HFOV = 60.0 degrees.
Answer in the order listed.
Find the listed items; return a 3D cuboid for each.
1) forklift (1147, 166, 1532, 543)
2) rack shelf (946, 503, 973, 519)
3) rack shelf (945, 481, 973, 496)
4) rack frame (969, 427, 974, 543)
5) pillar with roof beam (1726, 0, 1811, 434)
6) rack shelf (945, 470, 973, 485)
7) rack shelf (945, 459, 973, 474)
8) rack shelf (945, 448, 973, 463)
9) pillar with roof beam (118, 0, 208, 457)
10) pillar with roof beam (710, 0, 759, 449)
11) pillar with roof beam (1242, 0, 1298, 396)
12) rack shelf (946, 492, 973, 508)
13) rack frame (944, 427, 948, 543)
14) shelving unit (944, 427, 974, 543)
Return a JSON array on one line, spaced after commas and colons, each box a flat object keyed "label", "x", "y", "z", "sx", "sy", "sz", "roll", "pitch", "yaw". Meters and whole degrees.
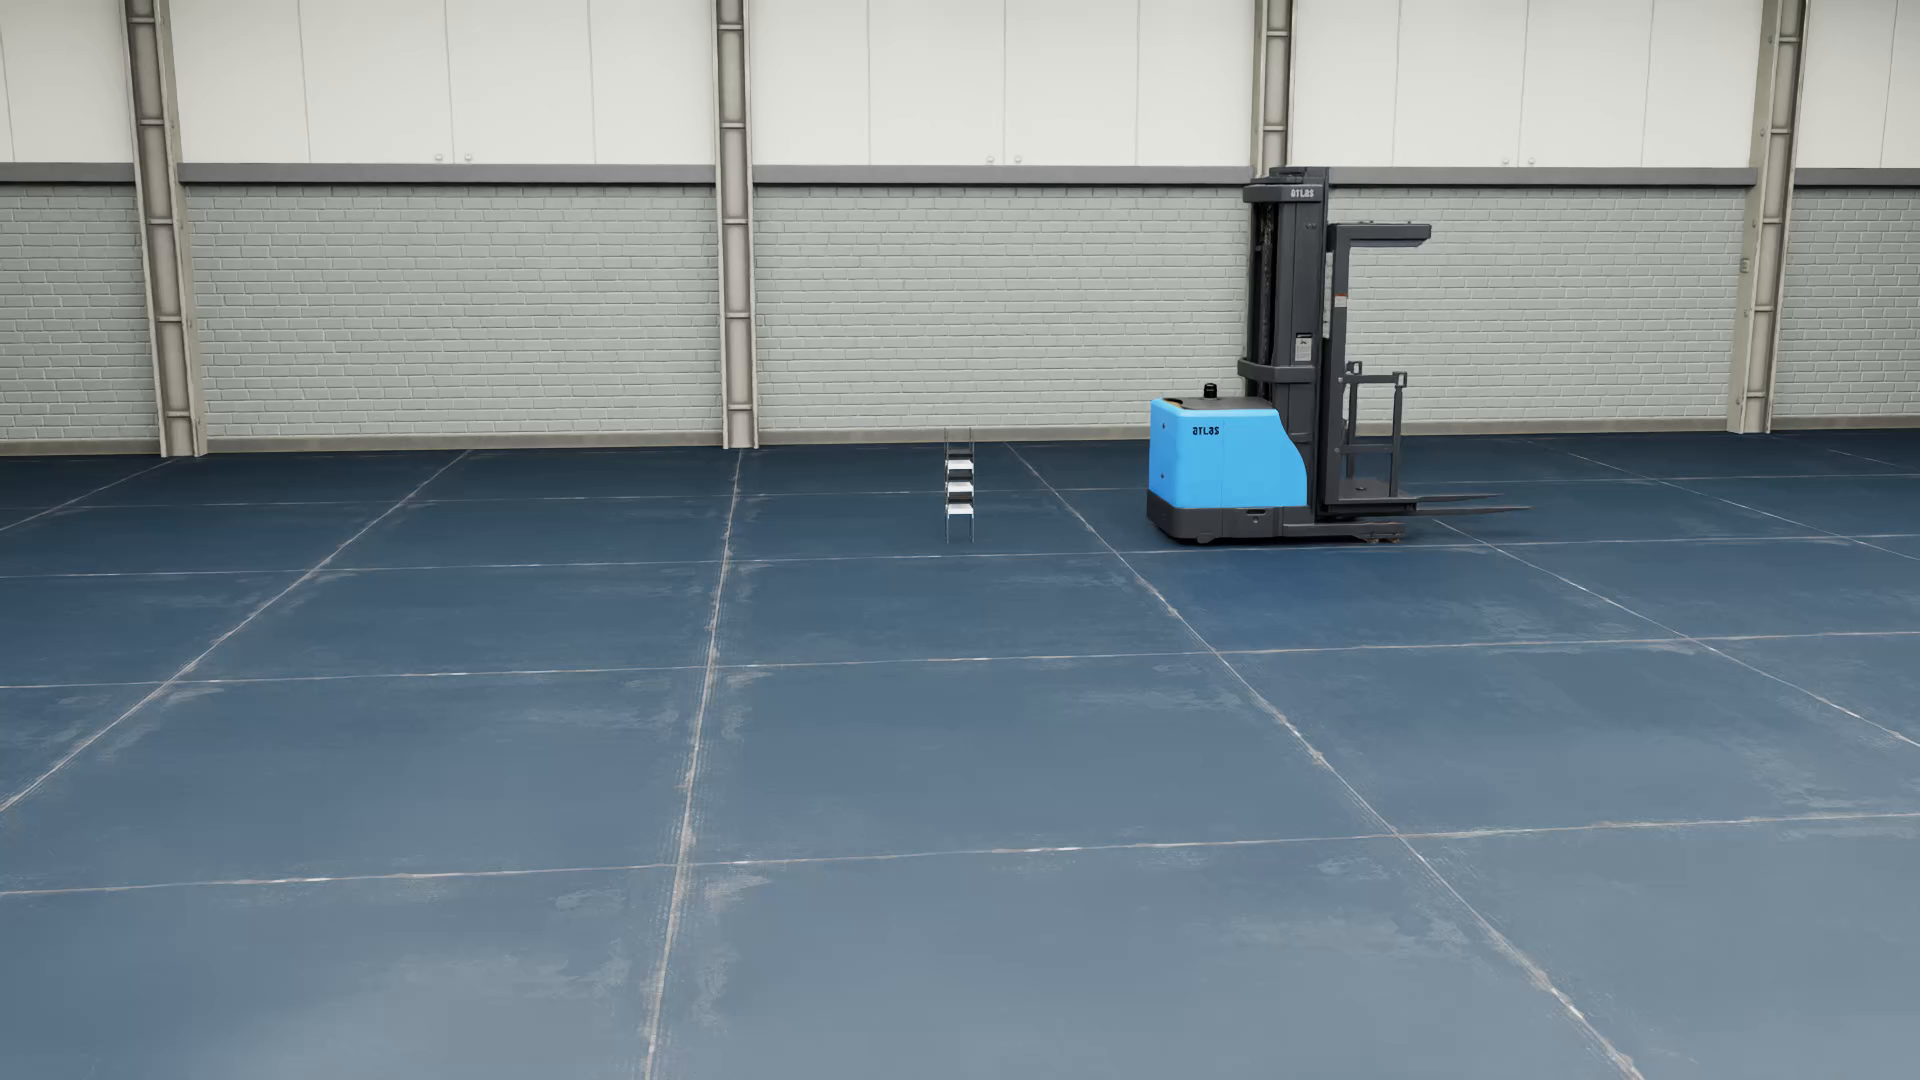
[{"label": "forklift", "x": 3.123, "y": -1.513, "z": 13.464, "sx": 3.031, "sy": 2.935, "sz": 1.130, "roll": -1, "pitch": 11, "yaw": -7}, {"label": "rack shelf", "x": -0.008, "y": -0.232, "z": 13.322, "sx": 0.200, "sy": 0.077, "sz": 0.258, "roll": -1, "pitch": 11, "yaw": -6}, {"label": "rack shelf", "x": -0.008, "y": -0.409, "z": 13.287, "sx": 0.200, "sy": 0.077, "sz": 0.258, "roll": -1, "pitch": 11, "yaw": -6}, {"label": "rack frame", "x": 0.093, "y": -0.443, "z": 13.291, "sx": 0.006, "sy": 0.900, "sz": 0.240, "roll": -1, "pitch": 11, "yaw": -6}, {"label": "pillar with roof beam", "x": 9.932, "y": -4.892, "z": 14.921, "sx": 0.400, "sy": 9.000, "sz": 9.100, "roll": -1, "pitch": 11, "yaw": -6}, {"label": "rack shelf", "x": -0.008, "y": -0.497, "z": 13.269, "sx": 0.200, "sy": 0.077, "sz": 0.258, "roll": -1, "pitch": 11, "yaw": -6}, {"label": "rack shelf", "x": -0.008, "y": -0.585, "z": 13.252, "sx": 0.200, "sy": 0.077, "sz": 0.258, "roll": -1, "pitch": 11, "yaw": -6}, {"label": "rack shelf", "x": -0.008, "y": -0.674, "z": 13.235, "sx": 0.200, "sy": 0.077, "sz": 0.258, "roll": -1, "pitch": 11, "yaw": -6}, {"label": "pillar with roof beam", "x": -7.963, "y": -4.517, "z": 13.014, "sx": 0.400, "sy": 9.000, "sz": 9.100, "roll": -1, "pitch": 11, "yaw": -6}, {"label": "pillar with roof beam", "x": -1.998, "y": -4.642, "z": 13.650, "sx": 0.400, "sy": 9.000, "sz": 9.100, "roll": -1, "pitch": 11, "yaw": -6}, {"label": "pillar with roof beam", "x": 3.967, "y": -4.767, "z": 14.286, "sx": 0.400, "sy": 9.000, "sz": 9.100, "roll": -1, "pitch": 11, "yaw": -6}, {"label": "rack shelf", "x": -0.008, "y": -0.320, "z": 13.304, "sx": 0.200, "sy": 0.077, "sz": 0.258, "roll": -1, "pitch": 11, "yaw": -6}, {"label": "rack frame", "x": -0.109, "y": -0.439, "z": 13.270, "sx": 0.006, "sy": 0.900, "sz": 0.240, "roll": -1, "pitch": 11, "yaw": -6}, {"label": "shelving unit", "x": -0.008, "y": -0.441, "z": 13.280, "sx": 0.210, "sy": 0.900, "sz": 0.258, "roll": -1, "pitch": 11, "yaw": -6}]
